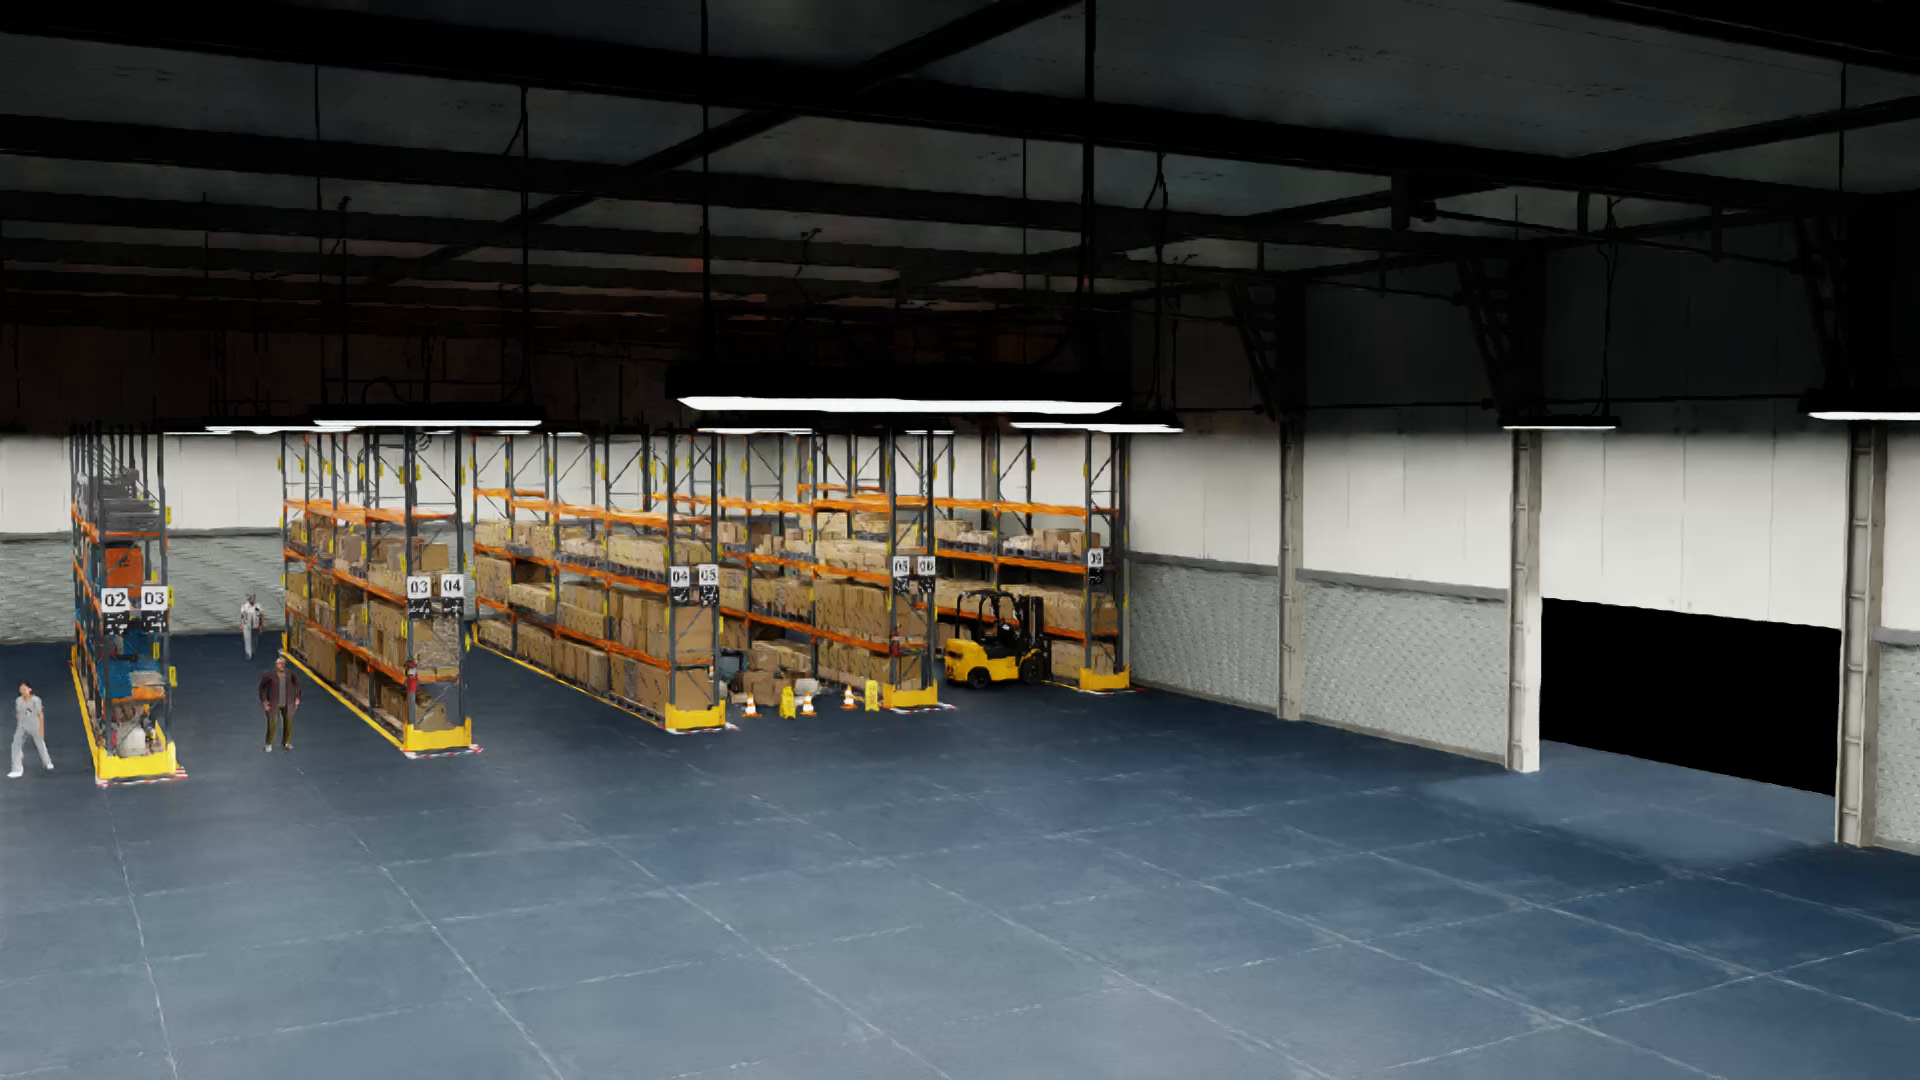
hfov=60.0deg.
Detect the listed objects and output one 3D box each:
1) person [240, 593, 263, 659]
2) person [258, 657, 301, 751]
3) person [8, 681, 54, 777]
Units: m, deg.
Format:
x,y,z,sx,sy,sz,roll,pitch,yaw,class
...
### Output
x,y,z,sx,sy,sz,roll,pitch,yaw,class
-18.336,2.206,43.096,0.540,1.676,1.120,-2,4,-31,person
-12.429,2.983,30.390,0.729,1.733,0.546,-2,4,-31,person
-15.758,3.174,28.187,0.491,1.611,0.957,0,4,-8,person
